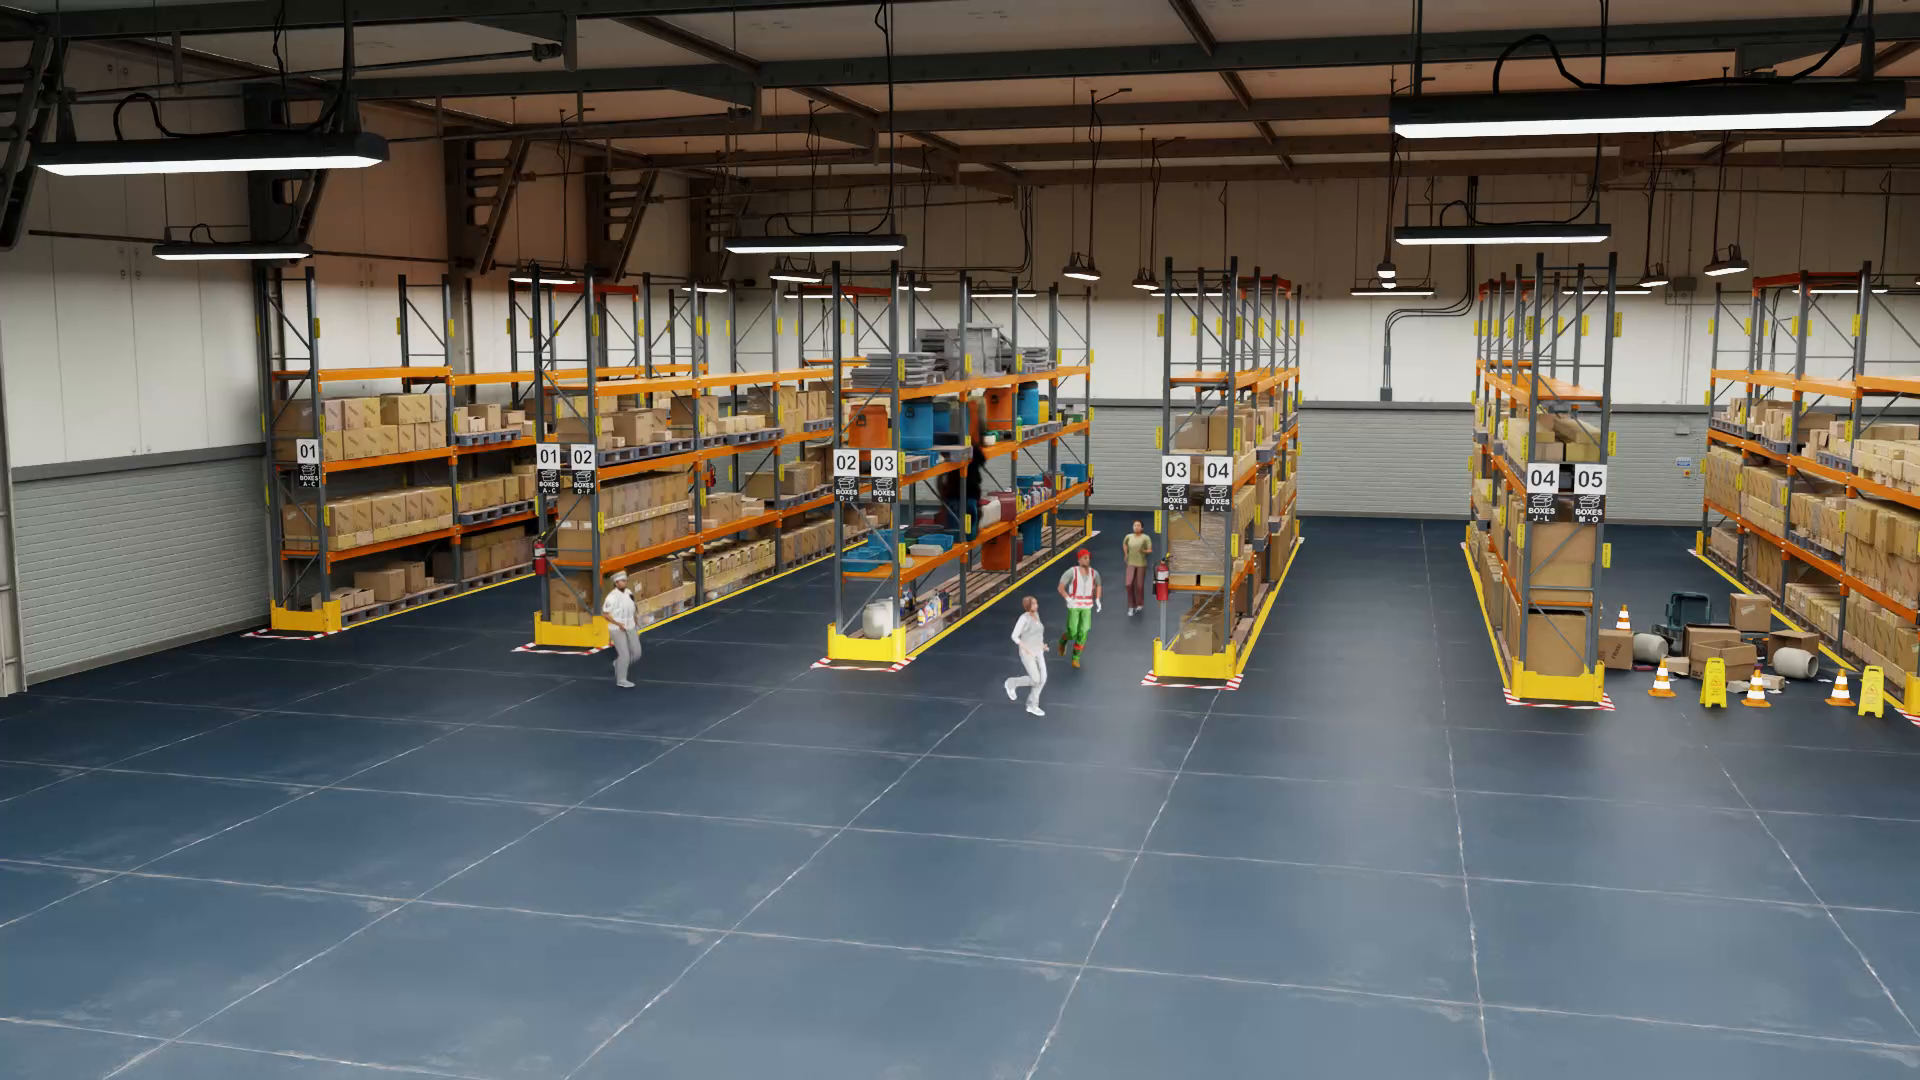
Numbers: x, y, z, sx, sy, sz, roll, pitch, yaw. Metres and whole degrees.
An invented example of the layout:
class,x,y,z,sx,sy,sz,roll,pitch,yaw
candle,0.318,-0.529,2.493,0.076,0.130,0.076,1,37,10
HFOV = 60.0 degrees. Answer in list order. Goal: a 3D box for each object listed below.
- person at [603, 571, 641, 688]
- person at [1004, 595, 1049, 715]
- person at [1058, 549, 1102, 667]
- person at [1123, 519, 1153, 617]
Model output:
class,x,y,z,sx,sy,sz,roll,pitch,yaw
person,-4.731,1.242,23.260,0.550,1.649,0.555,6,9,37
person,0.876,1.493,21.746,0.577,1.563,0.536,5,9,37
person,1.799,0.994,24.848,0.704,1.743,0.709,-2,8,-17
person,3.096,0.498,29.148,0.559,1.691,0.661,2,7,14
